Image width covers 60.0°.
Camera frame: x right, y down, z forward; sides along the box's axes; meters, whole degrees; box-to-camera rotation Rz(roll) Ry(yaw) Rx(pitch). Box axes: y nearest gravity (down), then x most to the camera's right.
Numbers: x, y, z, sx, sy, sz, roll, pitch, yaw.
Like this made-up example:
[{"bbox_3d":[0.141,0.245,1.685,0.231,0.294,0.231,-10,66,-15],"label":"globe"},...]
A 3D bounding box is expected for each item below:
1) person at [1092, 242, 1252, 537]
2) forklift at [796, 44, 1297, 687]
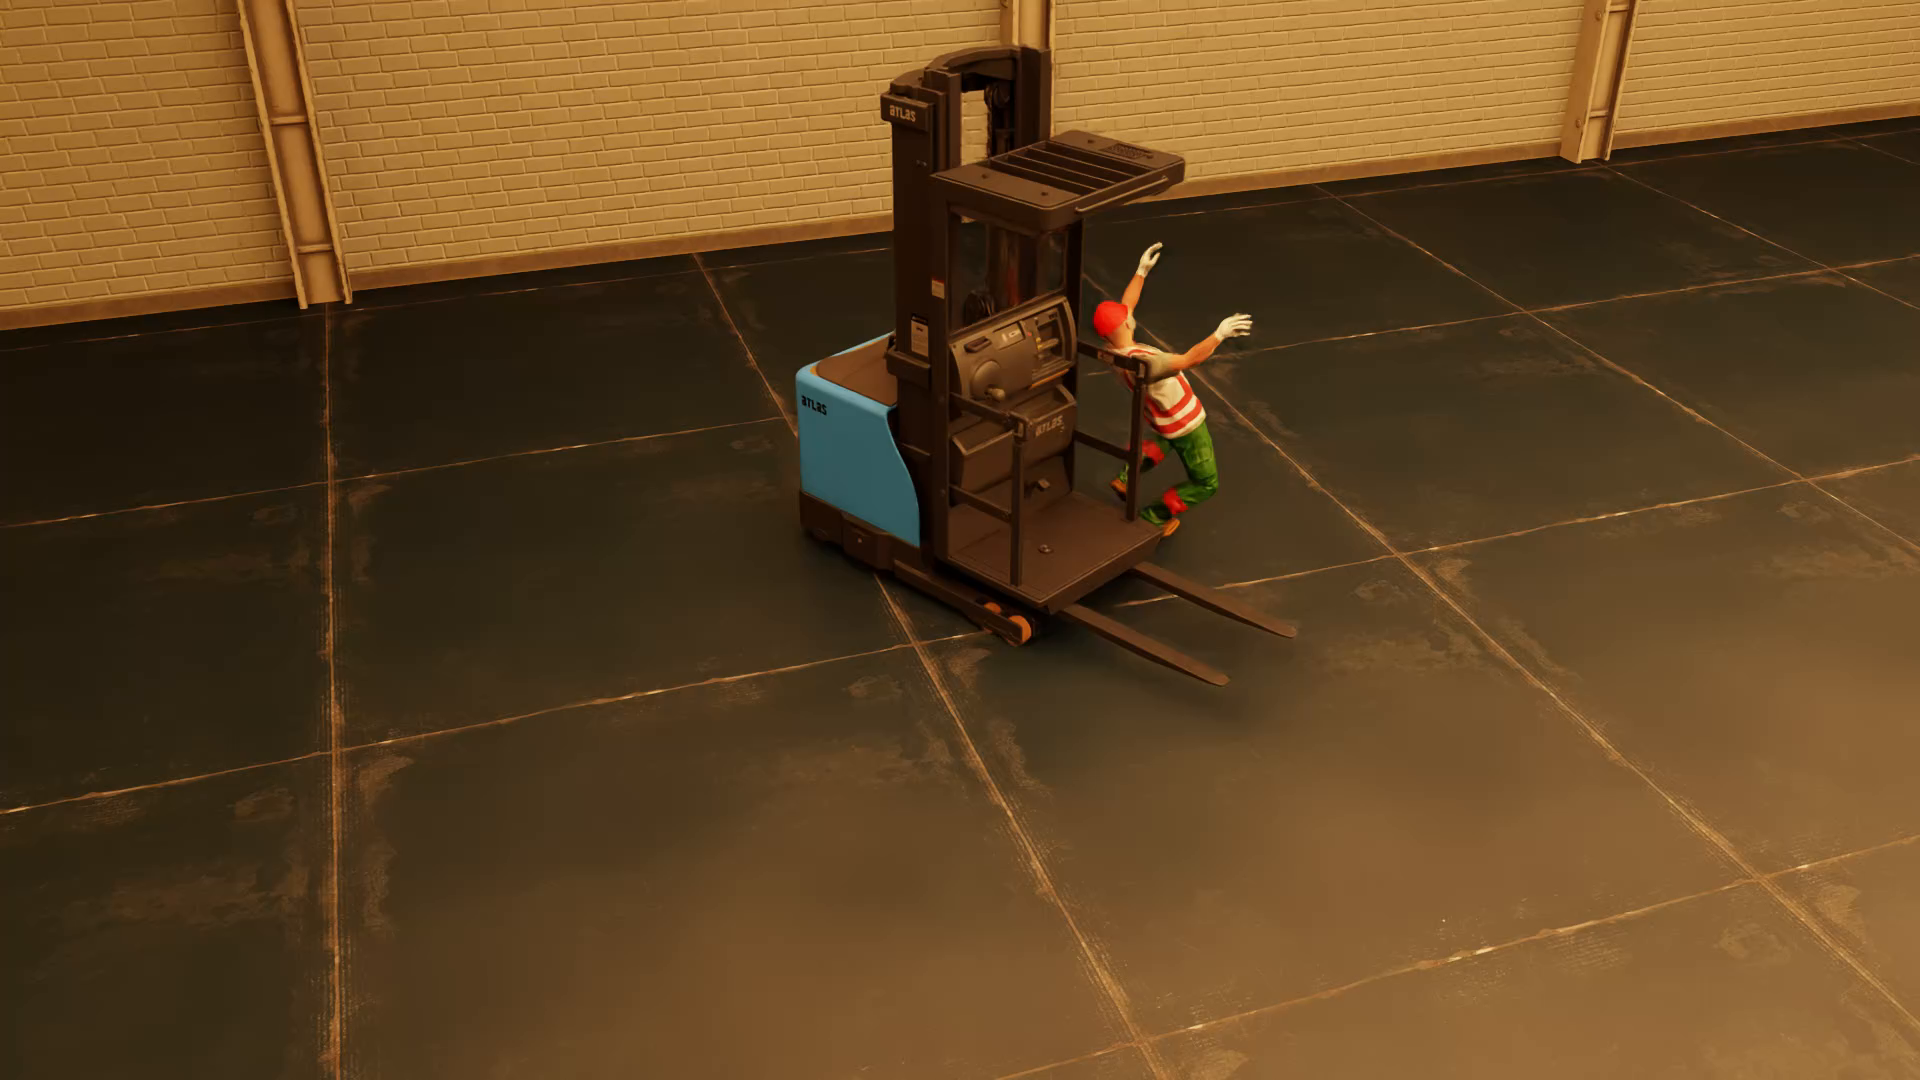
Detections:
[{"bbox_3d":[1.149,-0.776,9.678,0.738,1.658,1.013,-11,32,-18],"label":"person"},{"bbox_3d":[0.448,-0.989,8.806,3.031,2.935,1.130,25,38,37],"label":"forklift"}]
